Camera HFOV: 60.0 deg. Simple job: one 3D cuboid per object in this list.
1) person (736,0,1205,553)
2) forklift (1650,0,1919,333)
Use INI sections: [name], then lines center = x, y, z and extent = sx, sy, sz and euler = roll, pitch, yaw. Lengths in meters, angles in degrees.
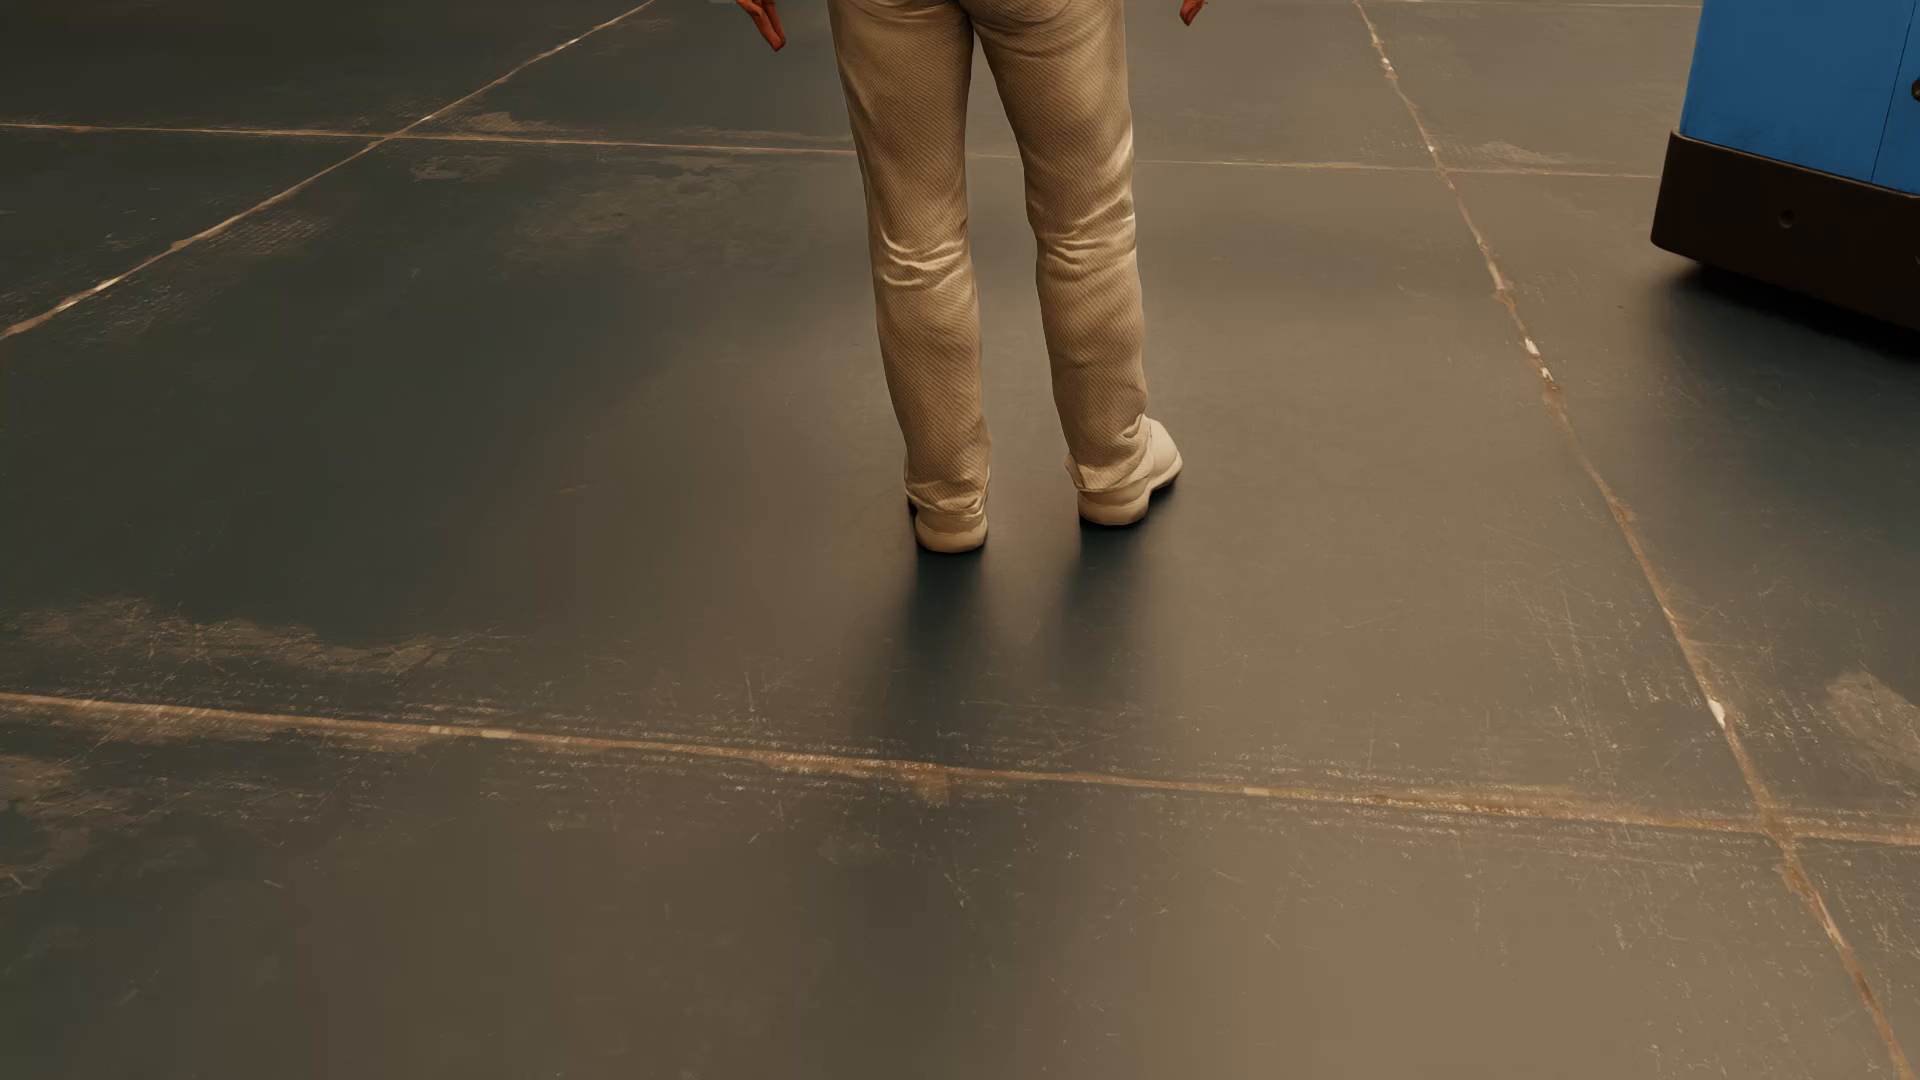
[person]
center = 0.014, -0.827, 2.164
extent = 0.666, 1.768, 0.575
euler = 3, 27, 7
[forklift]
center = 3.065, -2.013, 3.253
extent = 3.031, 2.935, 1.130
euler = -13, 29, -24
